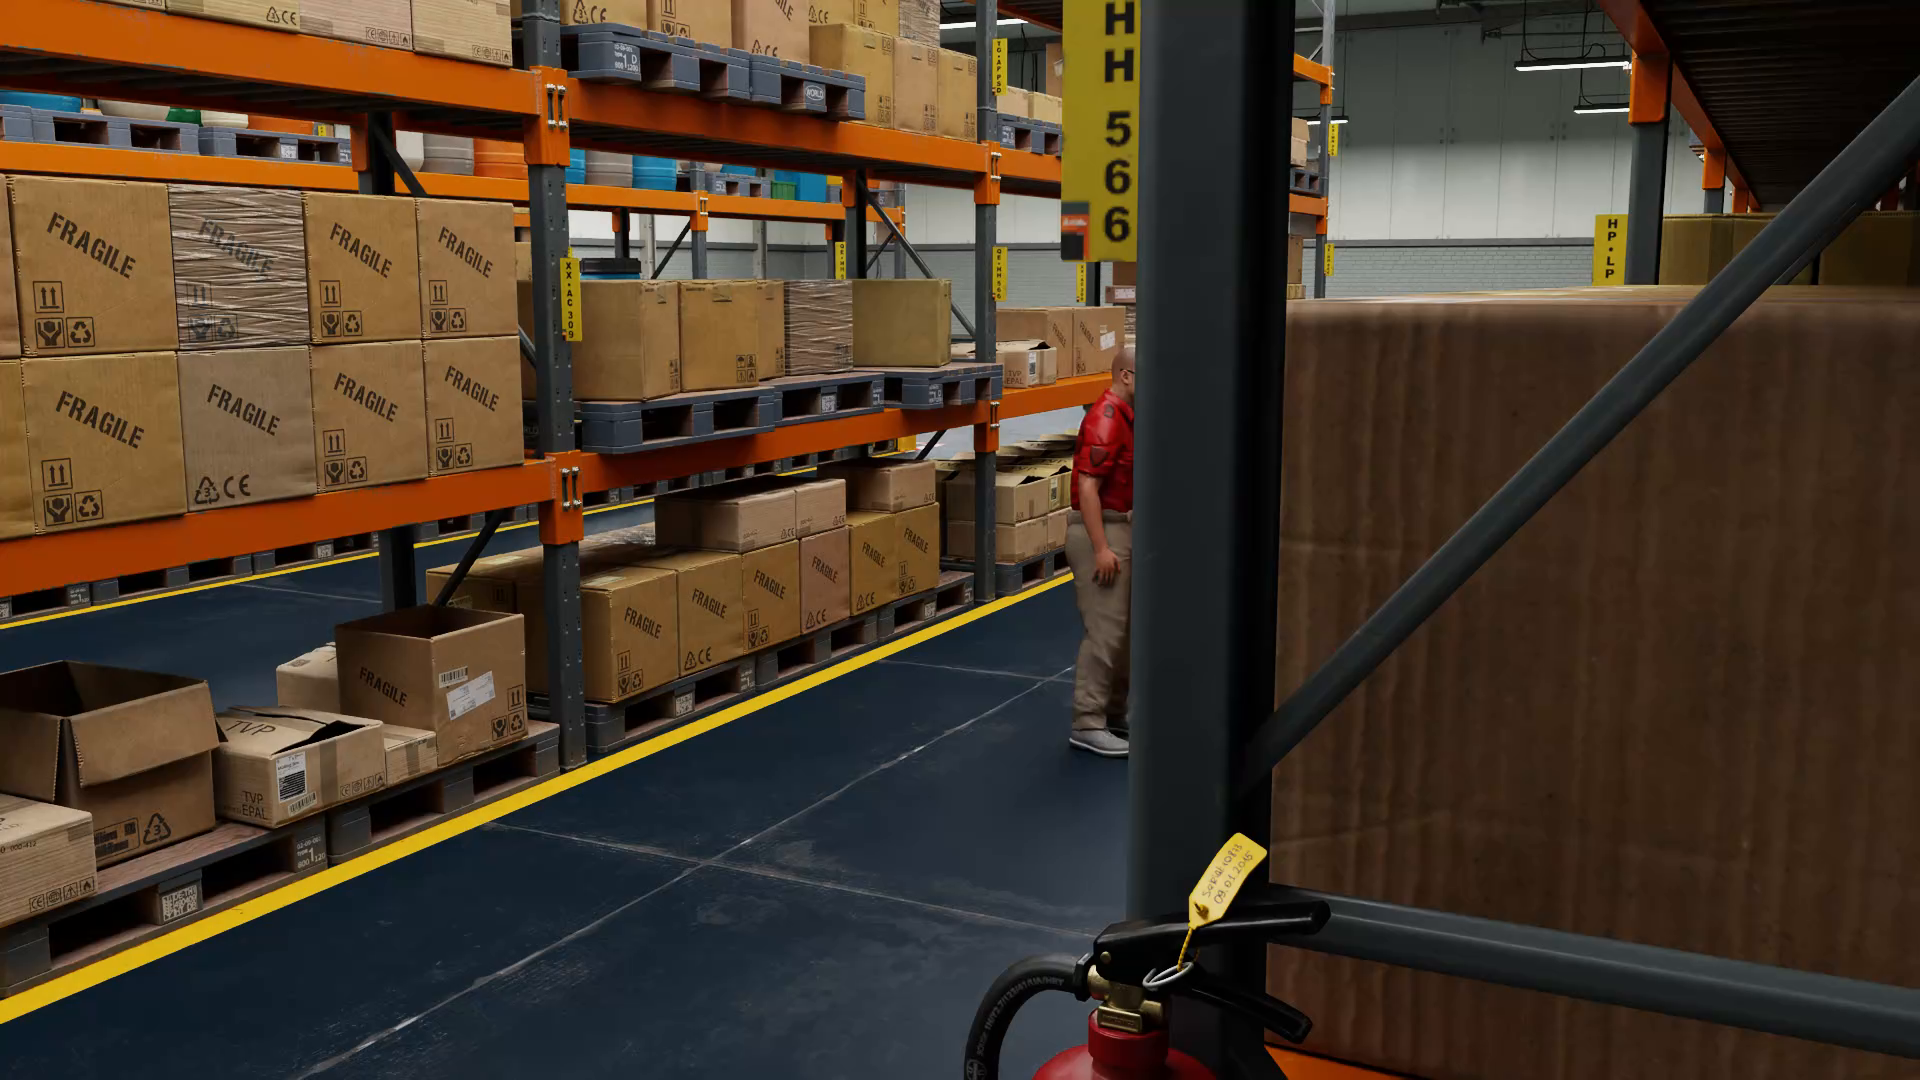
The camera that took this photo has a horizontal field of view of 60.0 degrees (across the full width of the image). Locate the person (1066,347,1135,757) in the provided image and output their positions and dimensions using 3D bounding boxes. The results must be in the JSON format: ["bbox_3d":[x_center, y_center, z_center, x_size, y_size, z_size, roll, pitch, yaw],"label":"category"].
[{"bbox_3d":[0.678,0.026,7.242,0.387,1.727,0.606,4,10,23],"label":"person"}]
